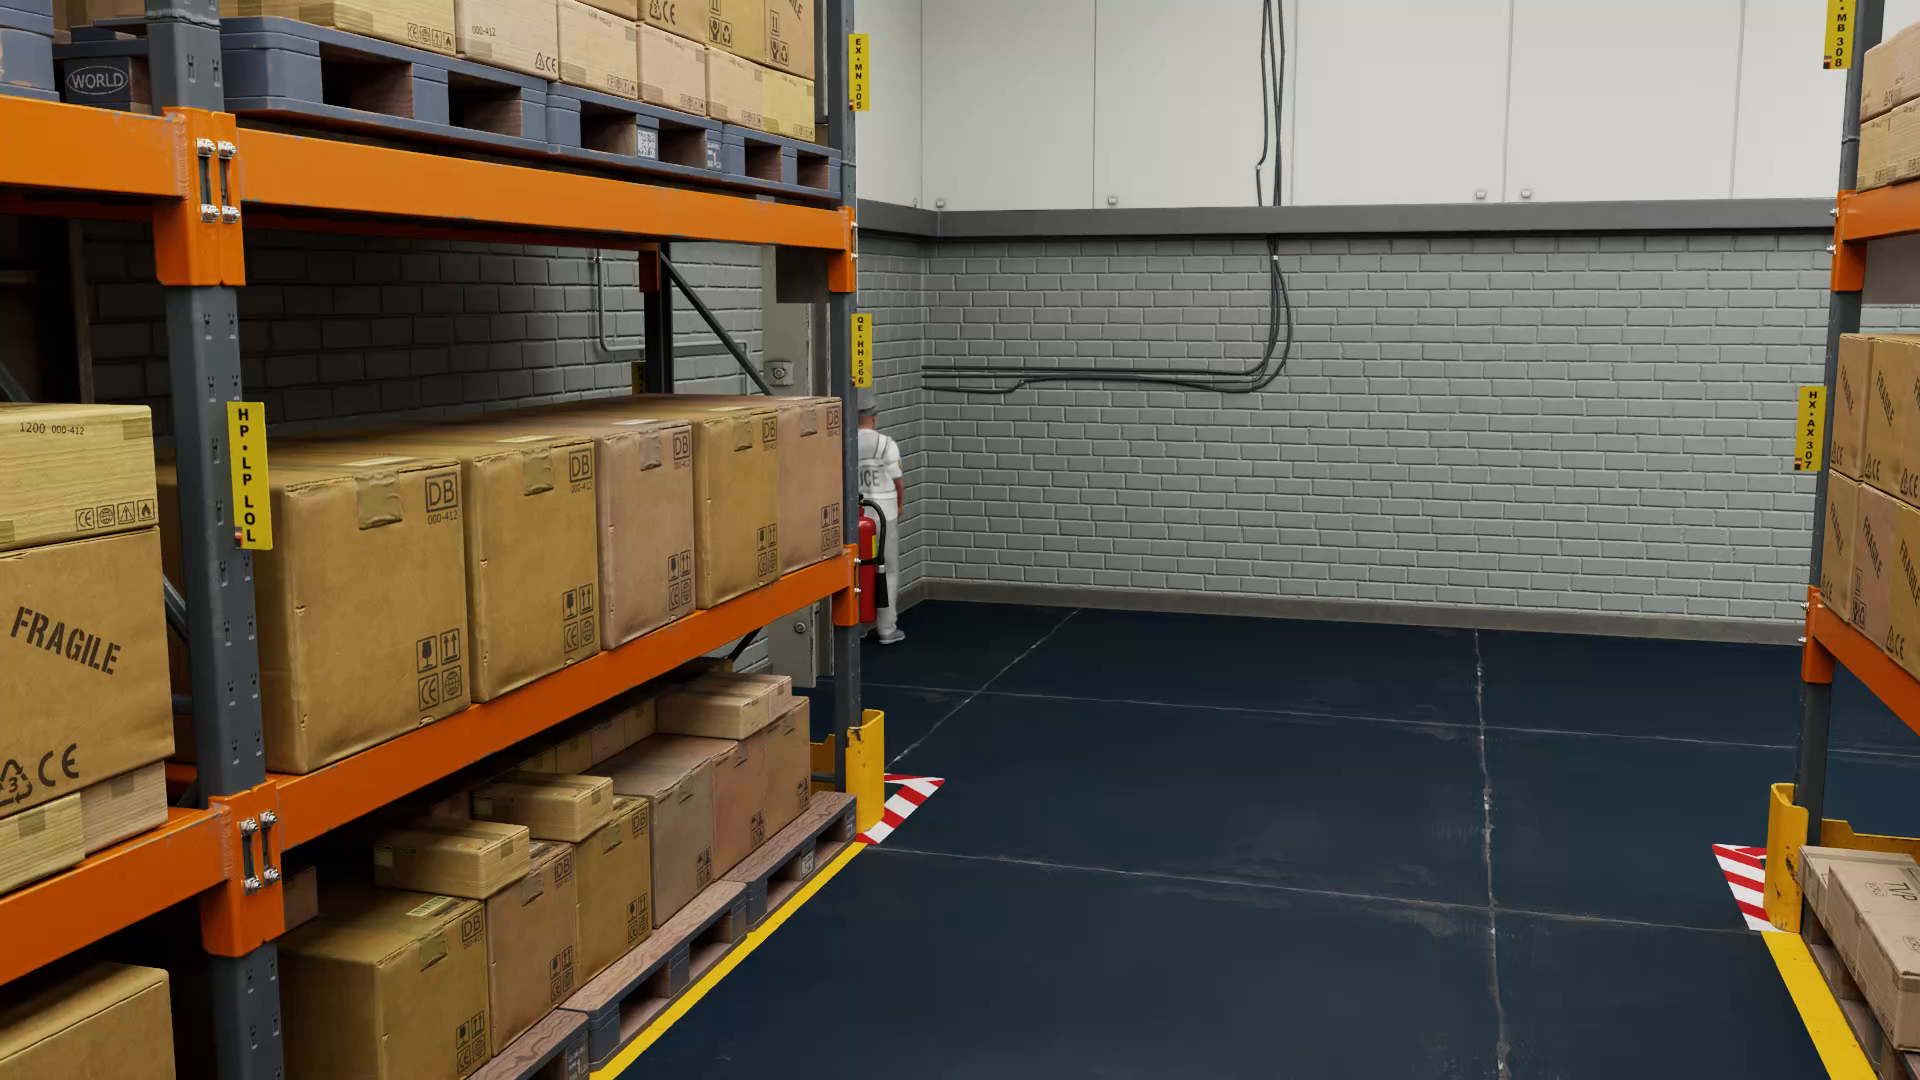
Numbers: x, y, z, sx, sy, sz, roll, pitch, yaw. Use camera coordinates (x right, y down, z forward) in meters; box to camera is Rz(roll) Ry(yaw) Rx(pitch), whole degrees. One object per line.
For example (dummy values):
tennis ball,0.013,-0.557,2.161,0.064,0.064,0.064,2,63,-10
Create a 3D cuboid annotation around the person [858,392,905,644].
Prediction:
person,-0.638,-0.163,11.833,0.518,1.775,0.550,2,9,16
